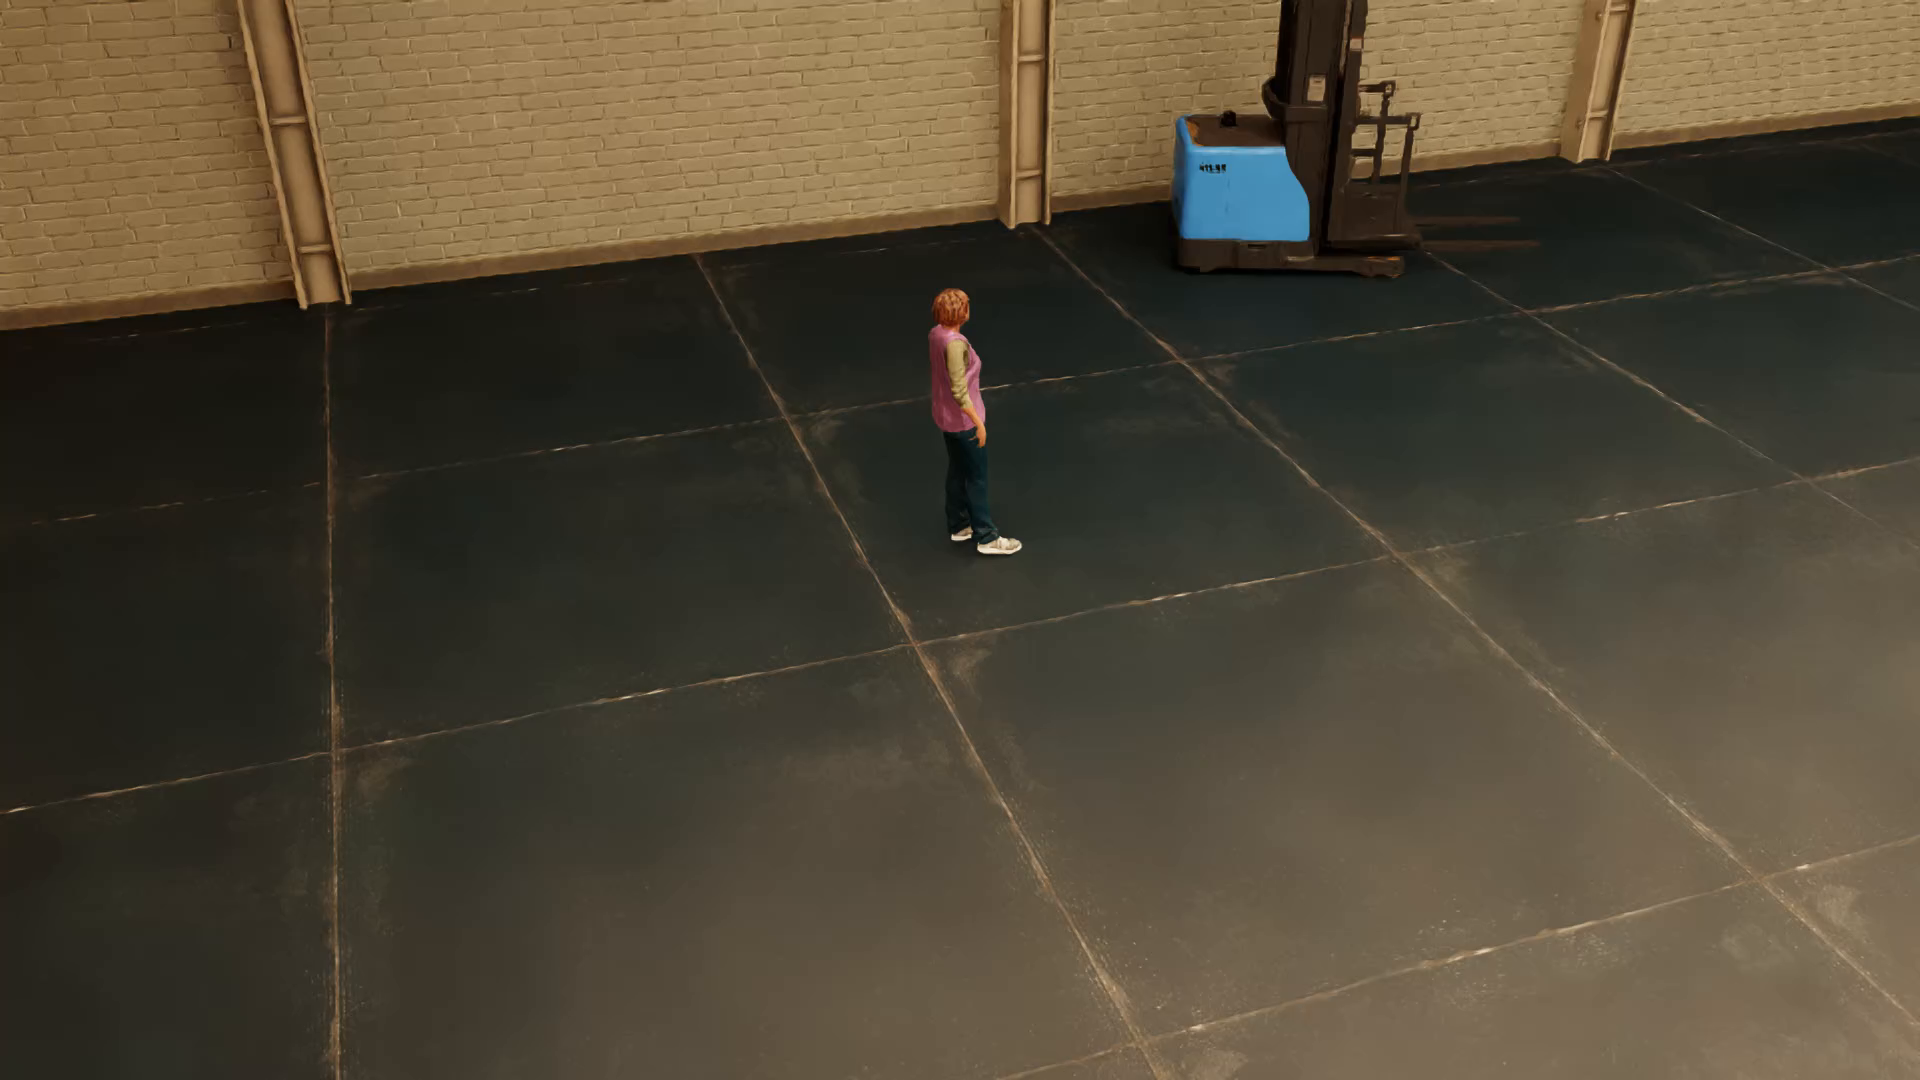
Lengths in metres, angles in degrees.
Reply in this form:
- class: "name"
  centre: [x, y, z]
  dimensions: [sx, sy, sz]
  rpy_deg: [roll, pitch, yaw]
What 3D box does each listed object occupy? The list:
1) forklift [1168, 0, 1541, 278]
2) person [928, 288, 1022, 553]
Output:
- class: "forklift"
  centre: [3.334, -3.720, 13.553]
  dimensions: [3.031, 2.935, 1.130]
  rpy_deg: [1, 30, 1]
- class: "person"
  centre: [0.075, -0.704, 9.633]
  dimensions: [0.474, 1.597, 0.520]
  rpy_deg: [-10, 31, -16]
